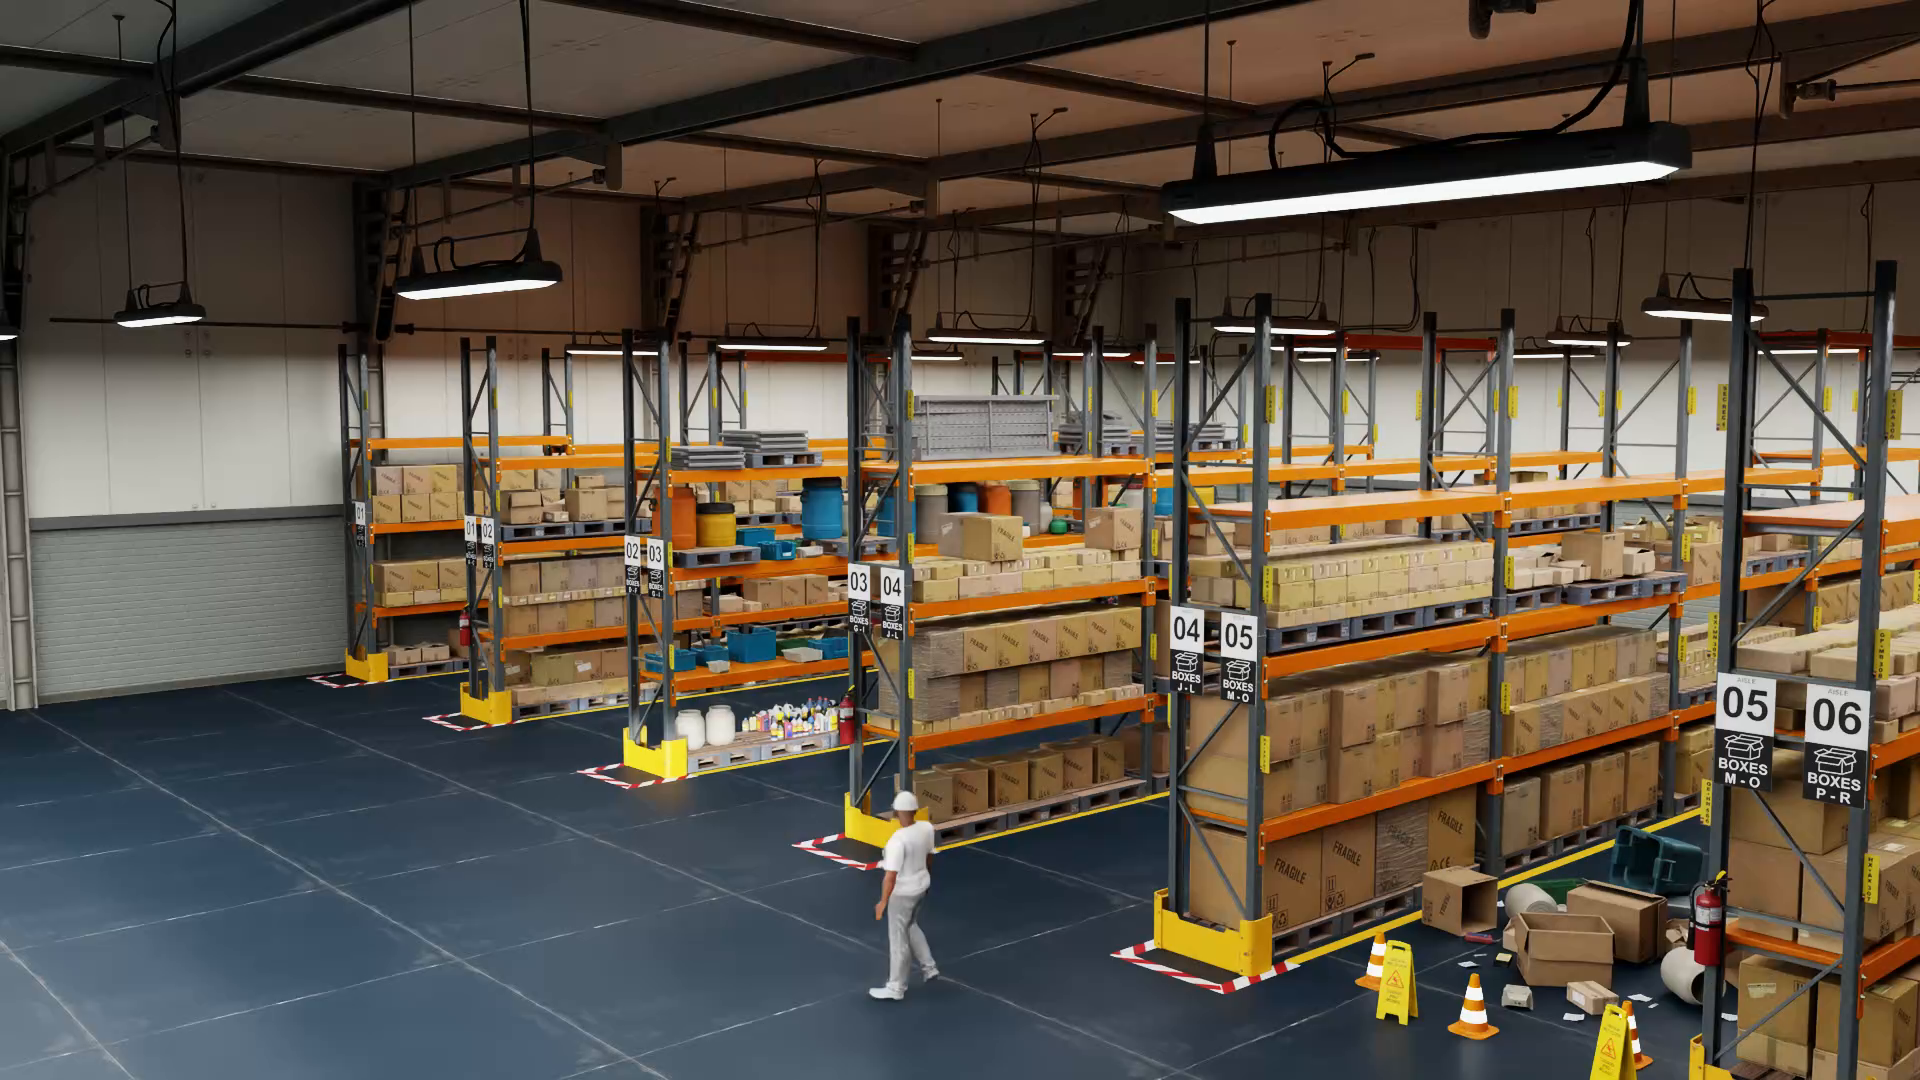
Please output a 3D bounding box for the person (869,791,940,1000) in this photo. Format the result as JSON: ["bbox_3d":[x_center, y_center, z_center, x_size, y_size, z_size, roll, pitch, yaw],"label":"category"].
[{"bbox_3d":[-0.463,3.005,14.210,0.502,1.764,0.661,2,6,24],"label":"person"}]
